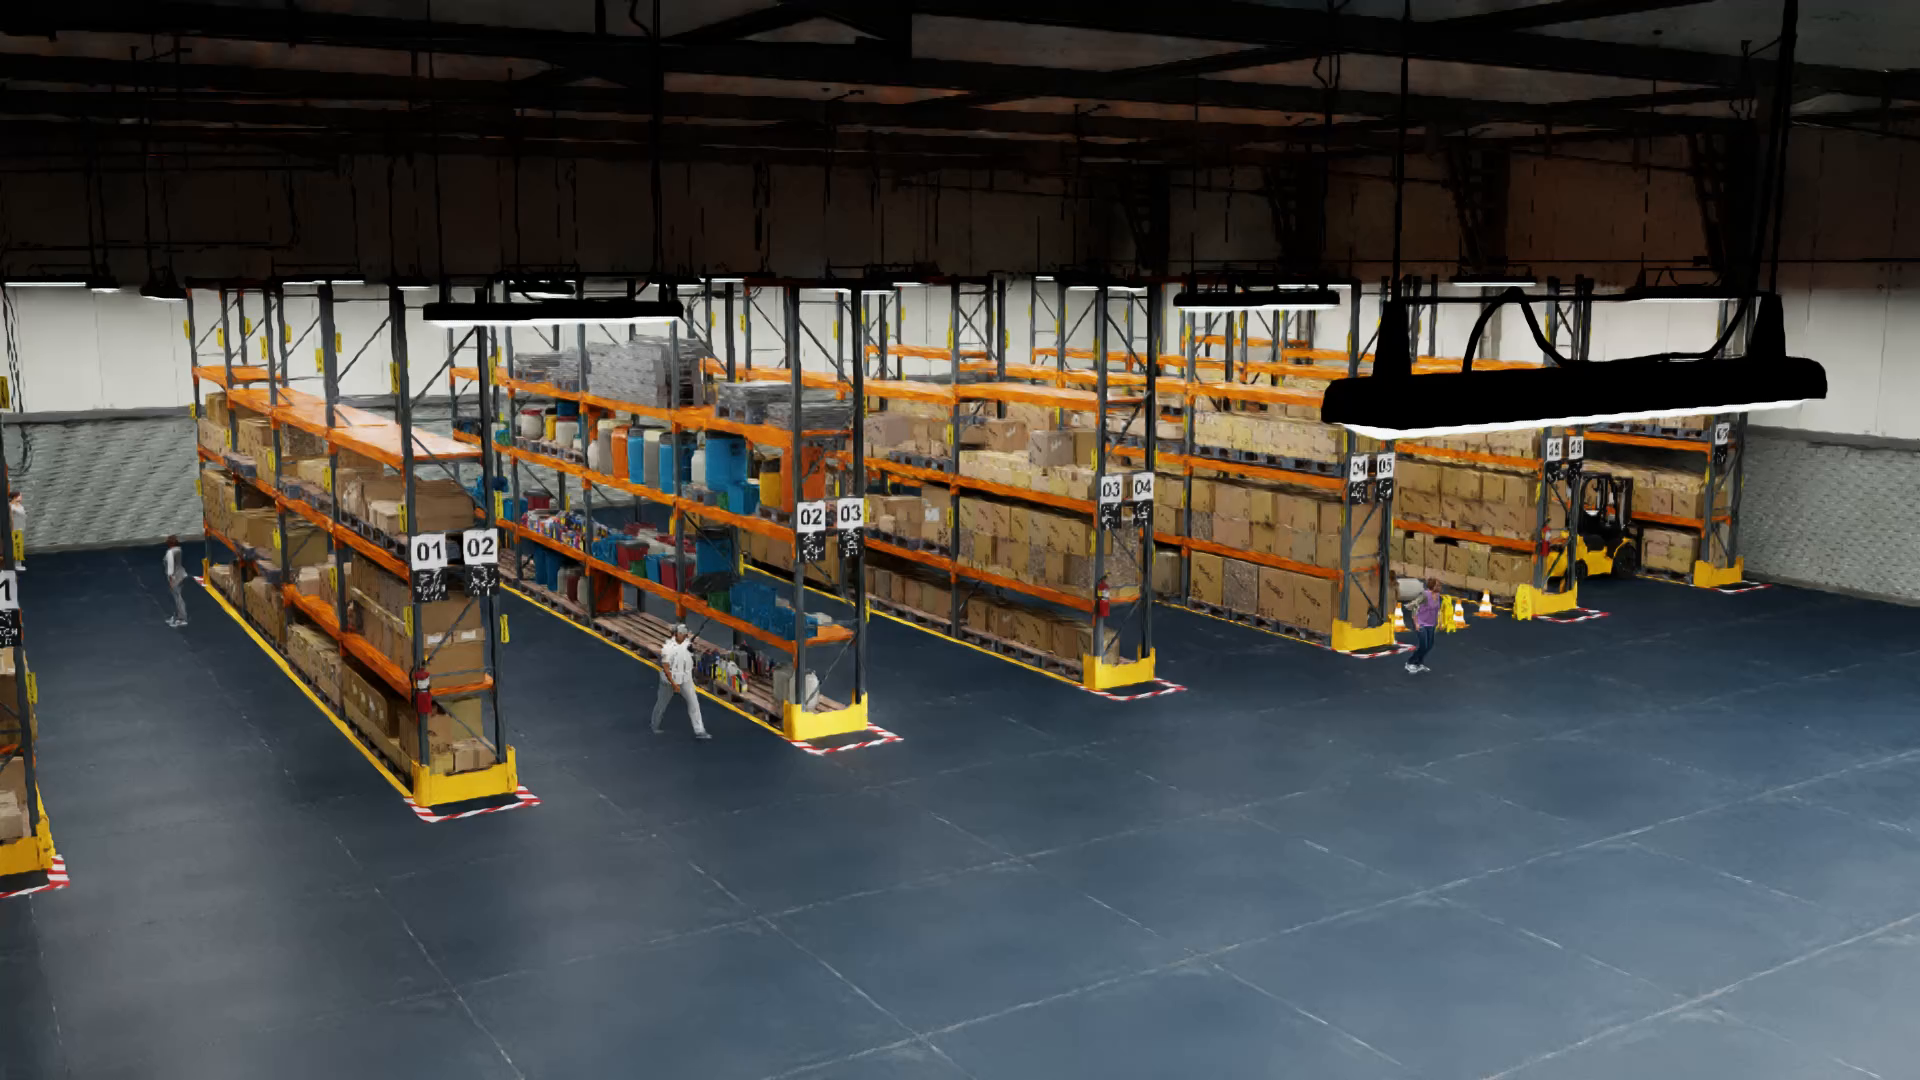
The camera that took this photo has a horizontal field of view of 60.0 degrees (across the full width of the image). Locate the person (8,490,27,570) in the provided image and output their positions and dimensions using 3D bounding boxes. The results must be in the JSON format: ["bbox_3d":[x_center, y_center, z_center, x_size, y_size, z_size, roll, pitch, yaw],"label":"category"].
[{"bbox_3d":[-19.416,-0.194,34.079,0.448,1.667,0.623,0,10,1],"label":"person"}]

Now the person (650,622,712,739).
[{"bbox_3d":[-3.764,1.851,22.152,0.505,1.580,1.054,-8,13,-41],"label":"person"}]

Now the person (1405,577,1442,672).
[{"bbox_3d":[7.169,1.301,25.685,0.566,1.541,0.519,-7,12,-34],"label":"person"}]

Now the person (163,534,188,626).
[{"bbox_3d":[-13.741,0.686,29.063,0.449,1.599,0.467,0,10,-2],"label":"person"}]
